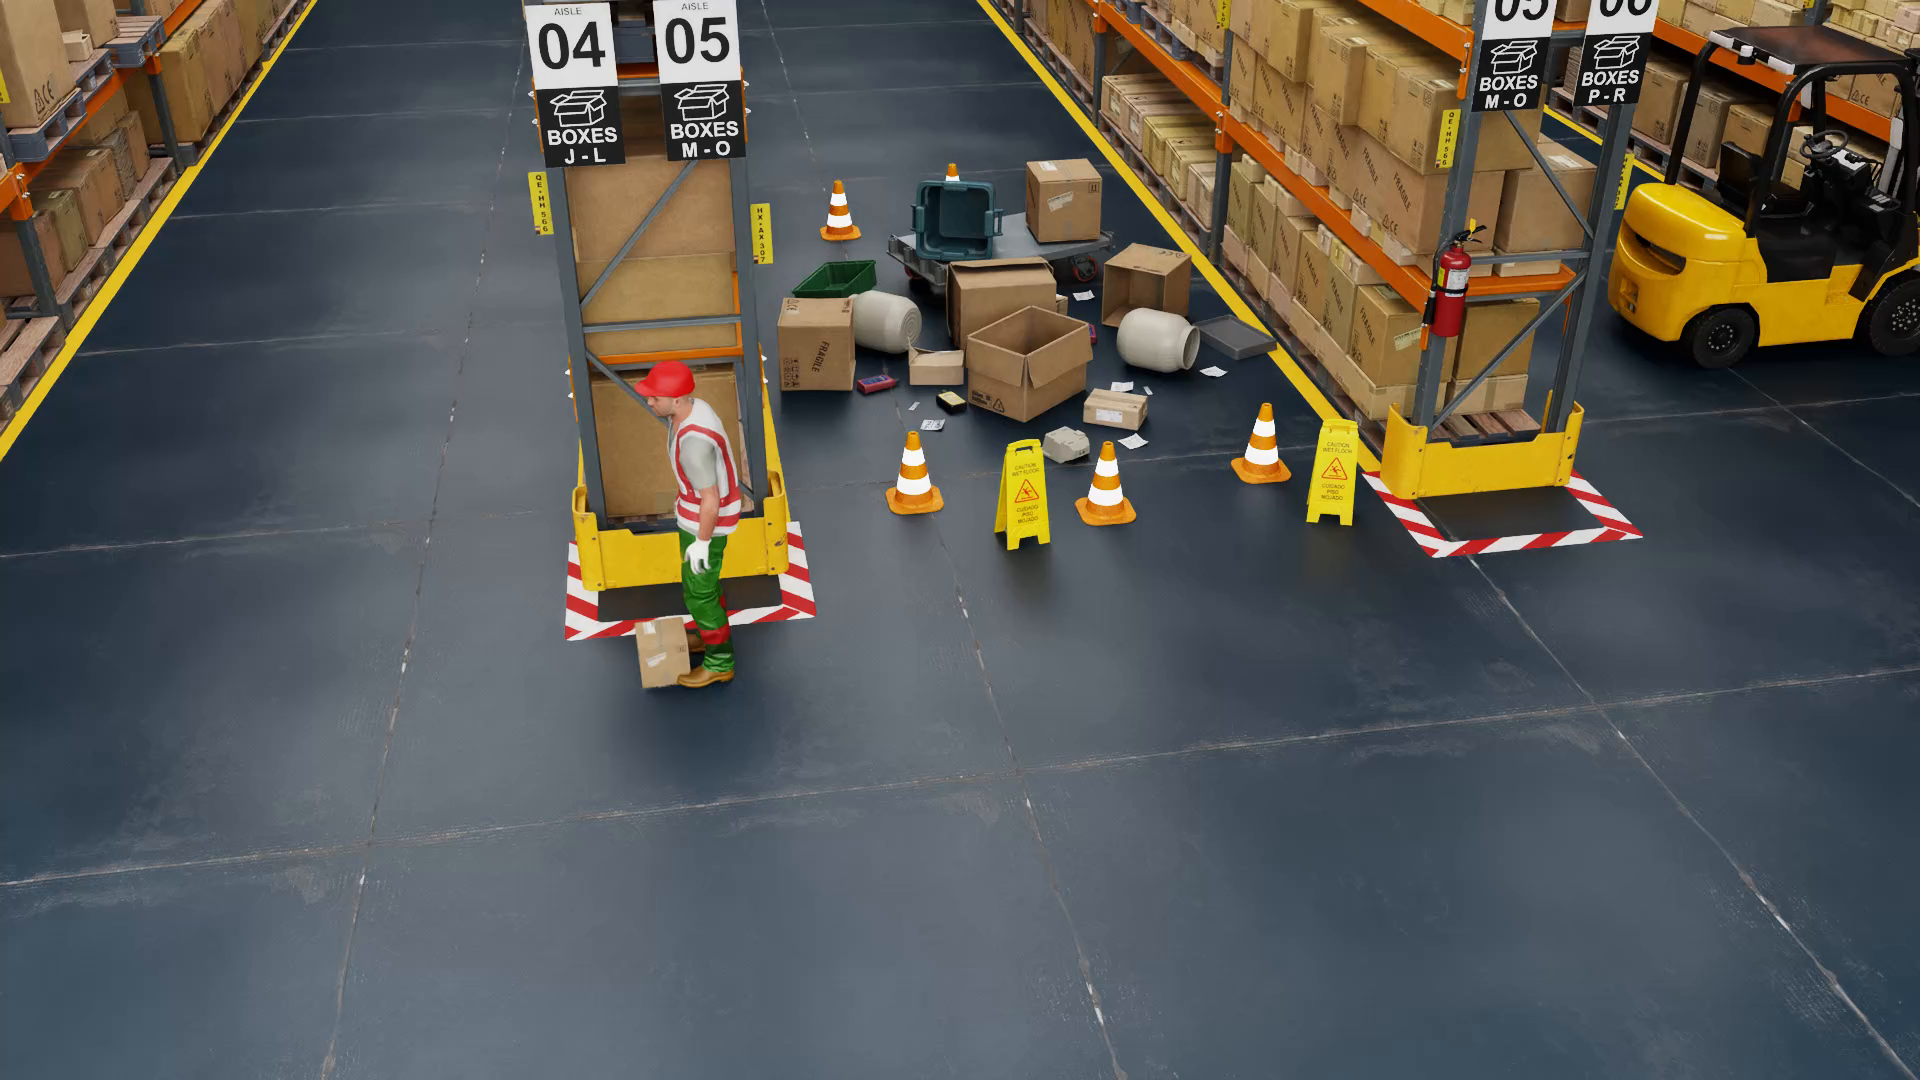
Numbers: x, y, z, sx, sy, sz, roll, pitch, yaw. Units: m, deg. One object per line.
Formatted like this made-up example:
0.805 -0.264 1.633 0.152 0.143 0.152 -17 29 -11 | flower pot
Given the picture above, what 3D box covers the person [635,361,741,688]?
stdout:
-1.319 -0.092 8.282 0.451 1.777 0.610 -7 31 -12 | person
